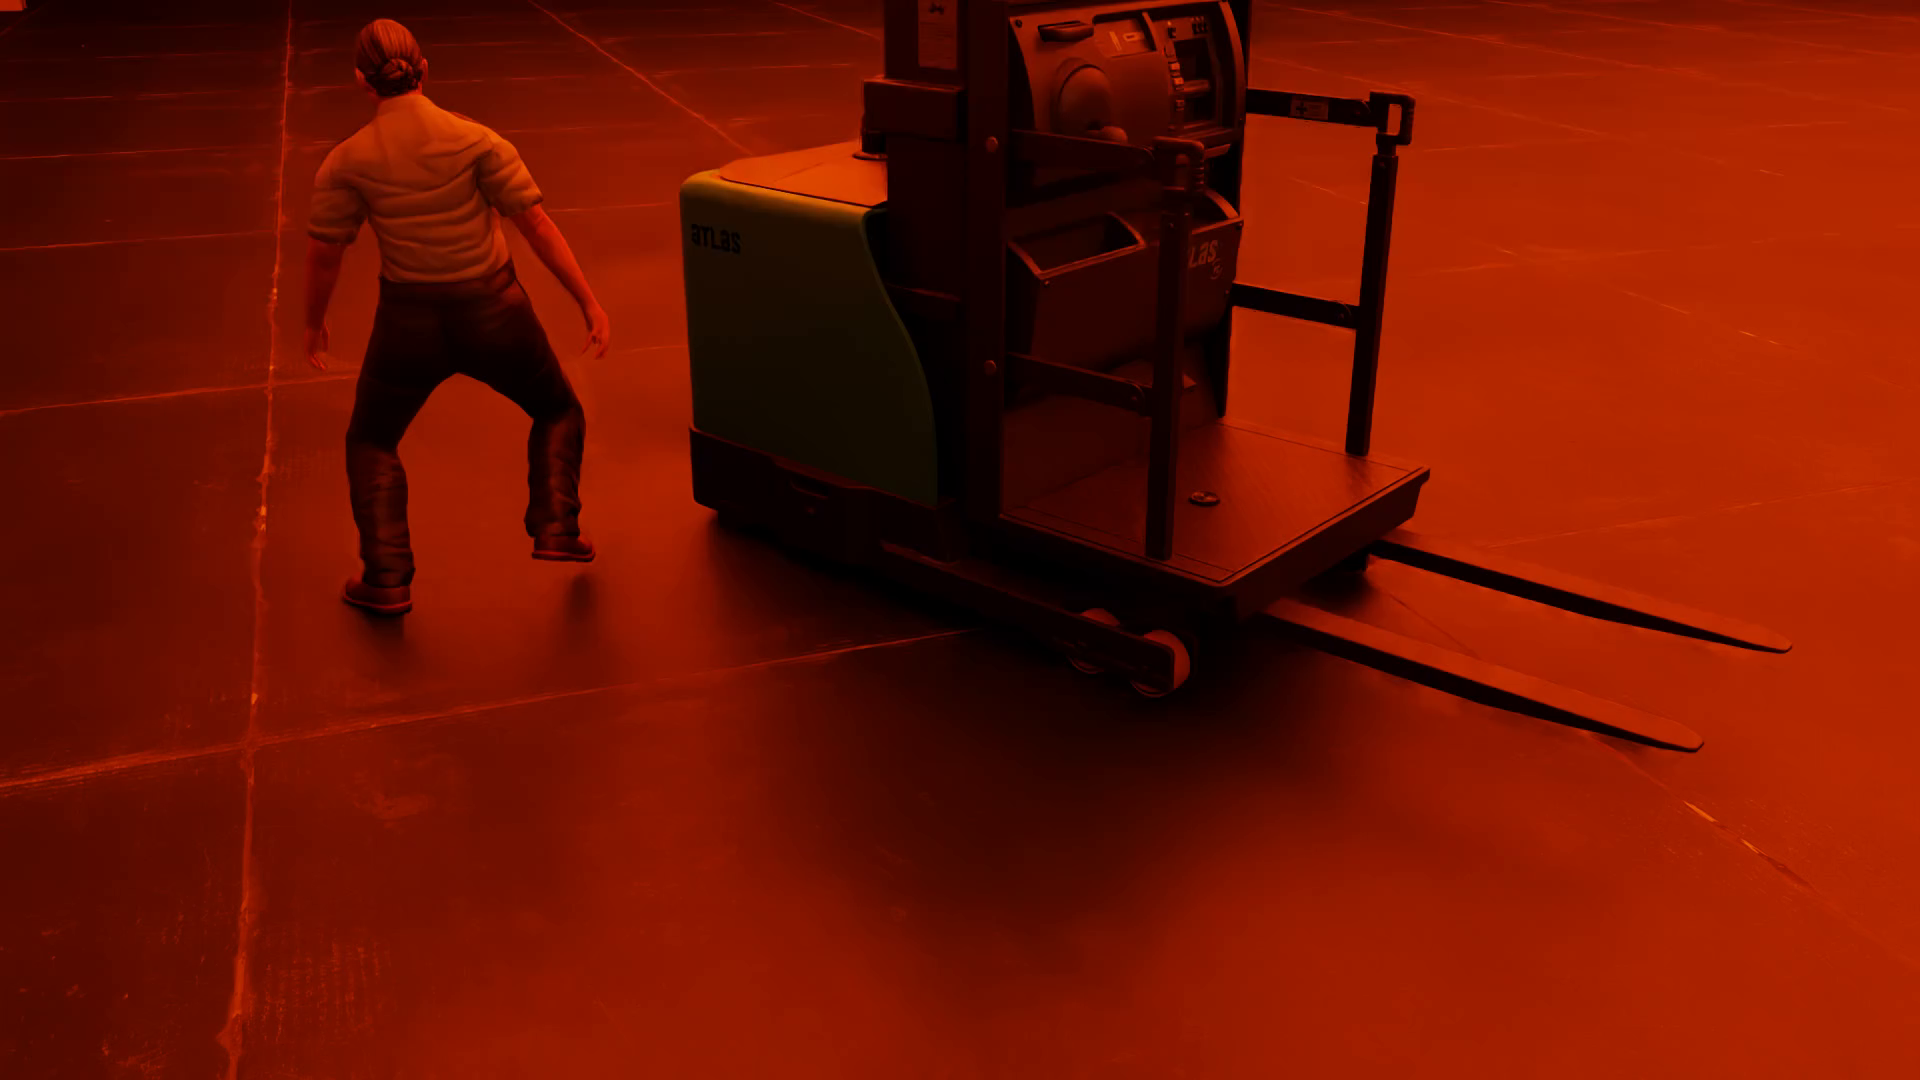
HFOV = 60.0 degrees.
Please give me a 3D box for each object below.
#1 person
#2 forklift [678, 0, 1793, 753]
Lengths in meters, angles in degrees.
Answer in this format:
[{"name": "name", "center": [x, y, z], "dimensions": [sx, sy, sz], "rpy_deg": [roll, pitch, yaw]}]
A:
[{"name": "person", "center": [-1.372, -0.597, 4.510], "dimensions": [0.838, 1.568, 0.498], "rpy_deg": [-3, 23, -6]}, {"name": "forklift", "center": [0.606, -1.189, 4.126], "dimensions": [3.031, 2.935, 1.130], "rpy_deg": [19, 29, 37]}]
